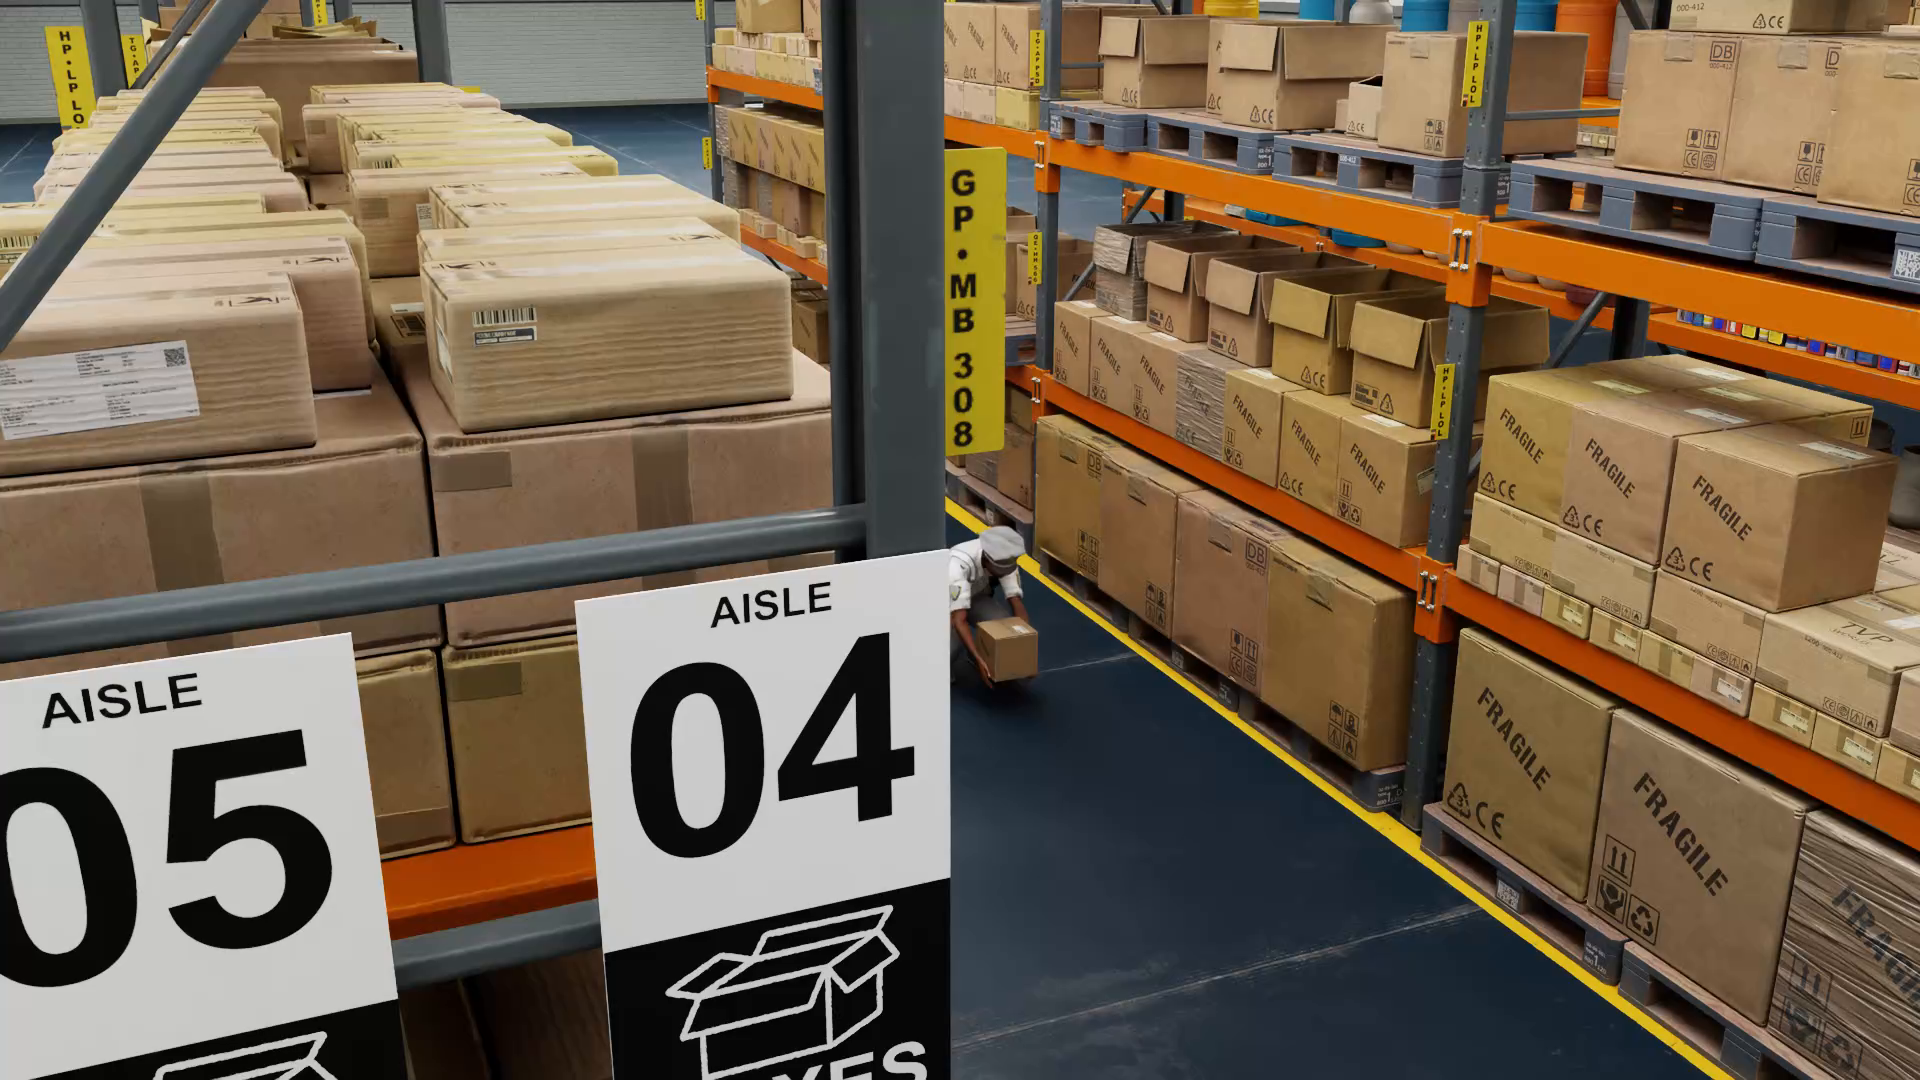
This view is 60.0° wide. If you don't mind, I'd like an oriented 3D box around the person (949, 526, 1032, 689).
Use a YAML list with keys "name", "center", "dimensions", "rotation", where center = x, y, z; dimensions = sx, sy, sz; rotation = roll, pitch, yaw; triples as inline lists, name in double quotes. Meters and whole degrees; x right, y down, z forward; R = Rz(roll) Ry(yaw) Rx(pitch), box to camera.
- name: "person"
  center: [0.083, 0.349, 9.162]
  dimensions: [0.473, 0.957, 0.875]
  rotation: [-8, 21, -23]
